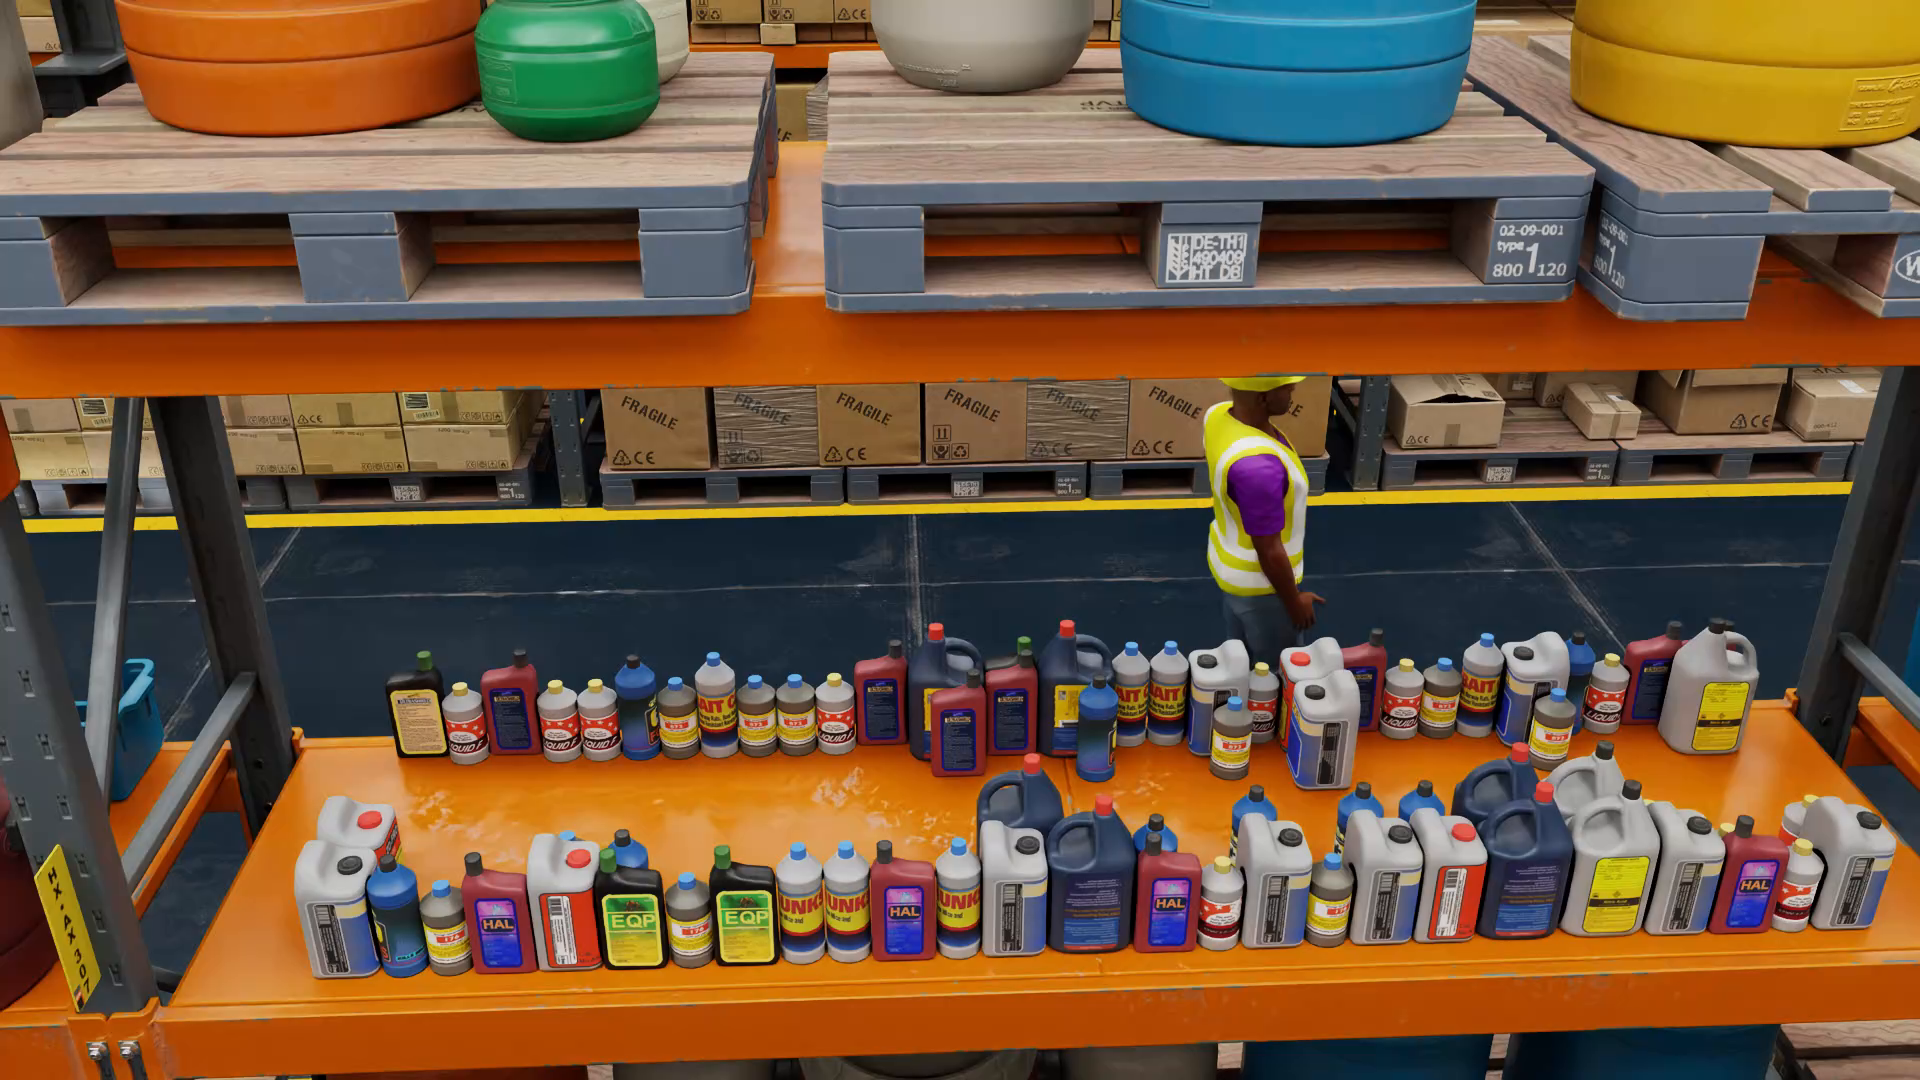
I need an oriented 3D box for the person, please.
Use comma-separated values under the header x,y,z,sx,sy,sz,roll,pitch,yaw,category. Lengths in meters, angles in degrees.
x,y,z,sx,sy,sz,roll,pitch,yaw,category
1.081,0.149,5.915,0.515,1.845,0.585,-1,27,-2,person
